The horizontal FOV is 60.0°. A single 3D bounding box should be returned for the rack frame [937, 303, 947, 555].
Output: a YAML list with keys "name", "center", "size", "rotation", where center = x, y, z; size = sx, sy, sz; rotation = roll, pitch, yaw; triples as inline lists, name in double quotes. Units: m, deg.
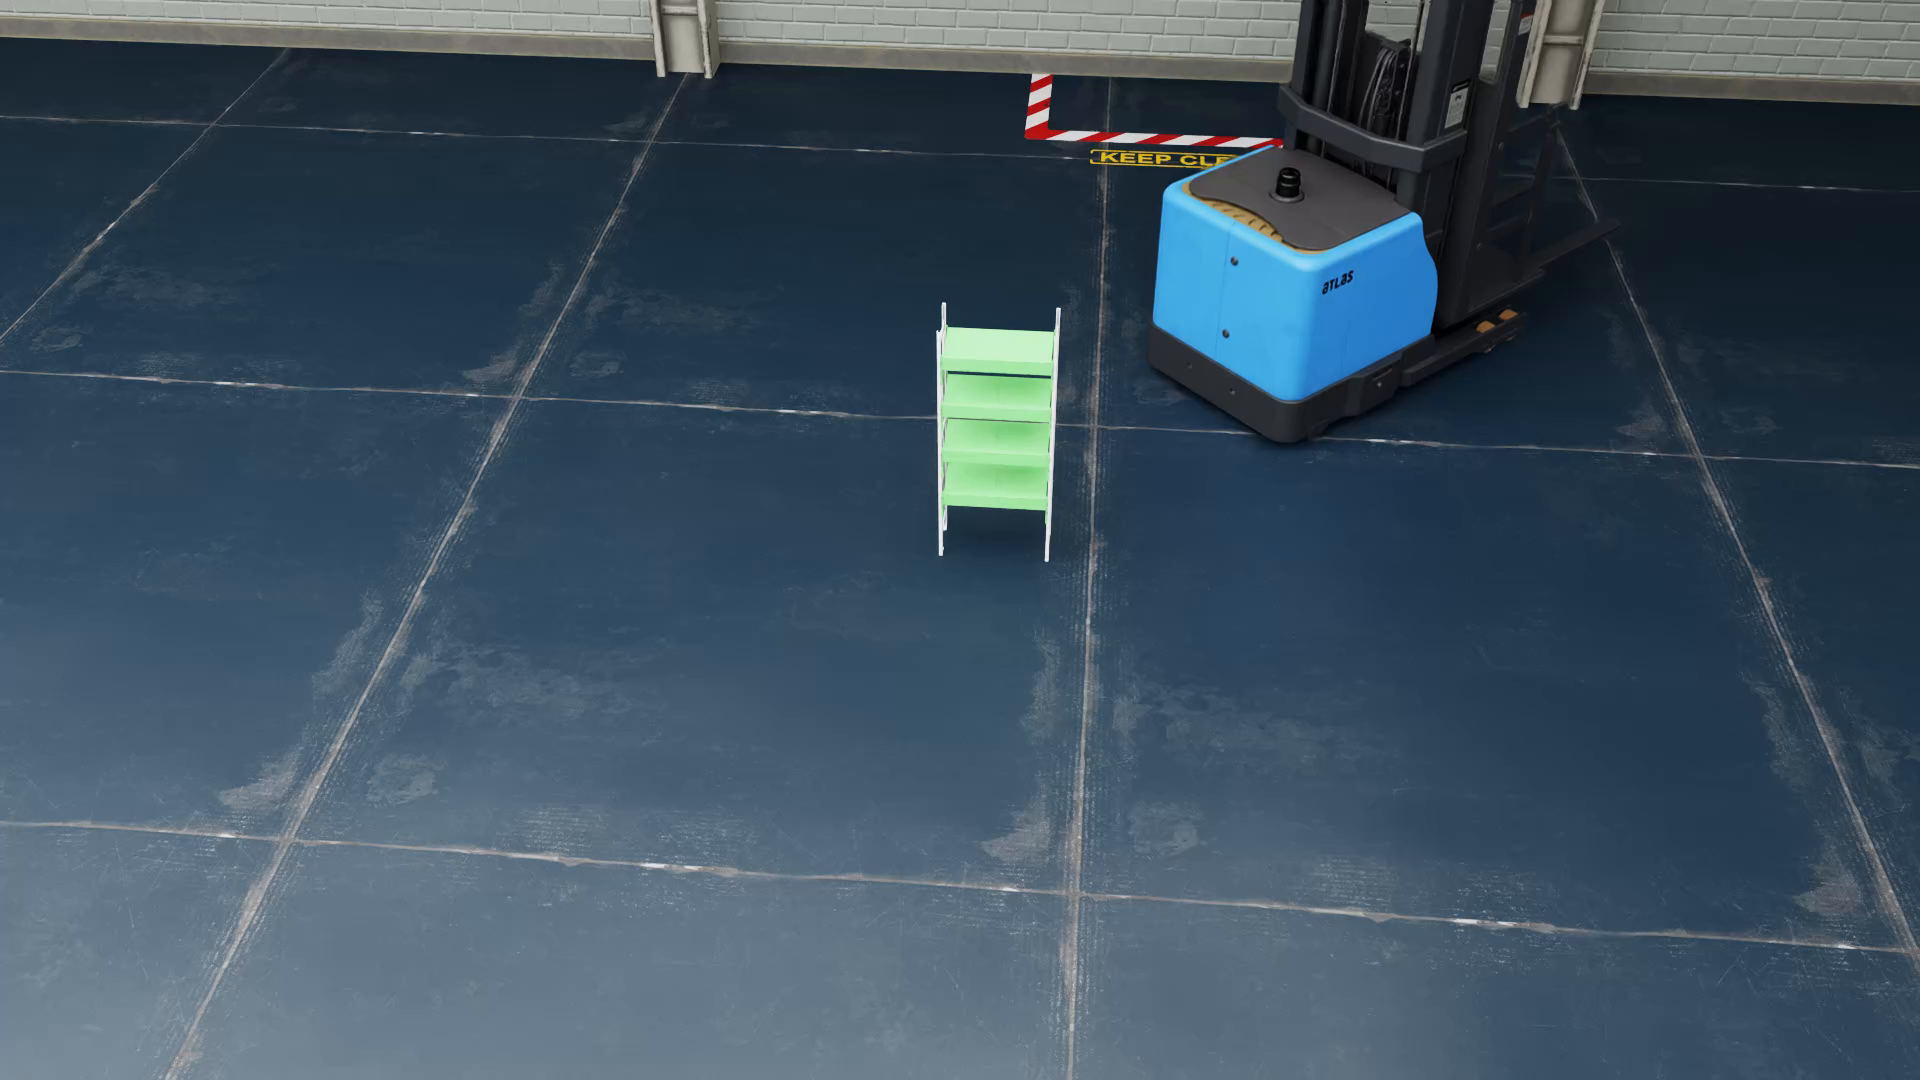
- name: "rack frame"
  center: [-0.078, -0.470, 7.376]
  size: [0.015, 1.200, 0.240]
  rotation: [3, 39, 4]

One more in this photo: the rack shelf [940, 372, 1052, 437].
- name: "rack shelf"
  center: [0.165, -0.593, 7.249]
  size: [0.480, 0.148, 0.258]
  rotation: [3, 39, 4]

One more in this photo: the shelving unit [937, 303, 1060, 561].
- name: "shelving unit"
  center: [0.165, -0.456, 7.360]
  size: [0.503, 1.200, 0.258]
  rotation: [3, 39, 4]

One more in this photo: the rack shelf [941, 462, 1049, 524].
- name: "rack shelf"
  center: [0.165, -0.221, 7.552]
  size: [0.480, 0.148, 0.258]
  rotation: [3, 39, 4]

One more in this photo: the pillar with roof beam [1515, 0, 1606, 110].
- name: "pillar with roof beam"
  center: [3.671, -3.830, 5.326]
  size: [0.400, 9.000, 9.100]
  rotation: [3, 39, 4]

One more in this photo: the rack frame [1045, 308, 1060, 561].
- name: "rack frame"
  center: [0.408, -0.443, 7.344]
  size: [0.015, 1.200, 0.240]
  rotation: [3, 39, 4]

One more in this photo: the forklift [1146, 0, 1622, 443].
- name: "forklift"
  center: [2.458, -2.386, 8.360]
  size: [3.031, 2.935, 1.130]
  rotation: [-27, 46, -29]

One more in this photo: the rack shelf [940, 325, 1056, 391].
- name: "rack shelf"
  center: [0.165, -0.779, 7.097]
  size: [0.480, 0.148, 0.258]
  rotation: [3, 39, 4]

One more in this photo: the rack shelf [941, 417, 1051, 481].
- name: "rack shelf"
  center: [0.165, -0.407, 7.400]
  size: [0.480, 0.148, 0.258]
  rotation: [3, 39, 4]

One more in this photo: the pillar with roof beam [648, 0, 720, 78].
- name: "pillar with roof beam"
  center: [-2.307, -4.156, 5.728]
  size: [0.400, 9.000, 9.100]
  rotation: [3, 39, 4]
